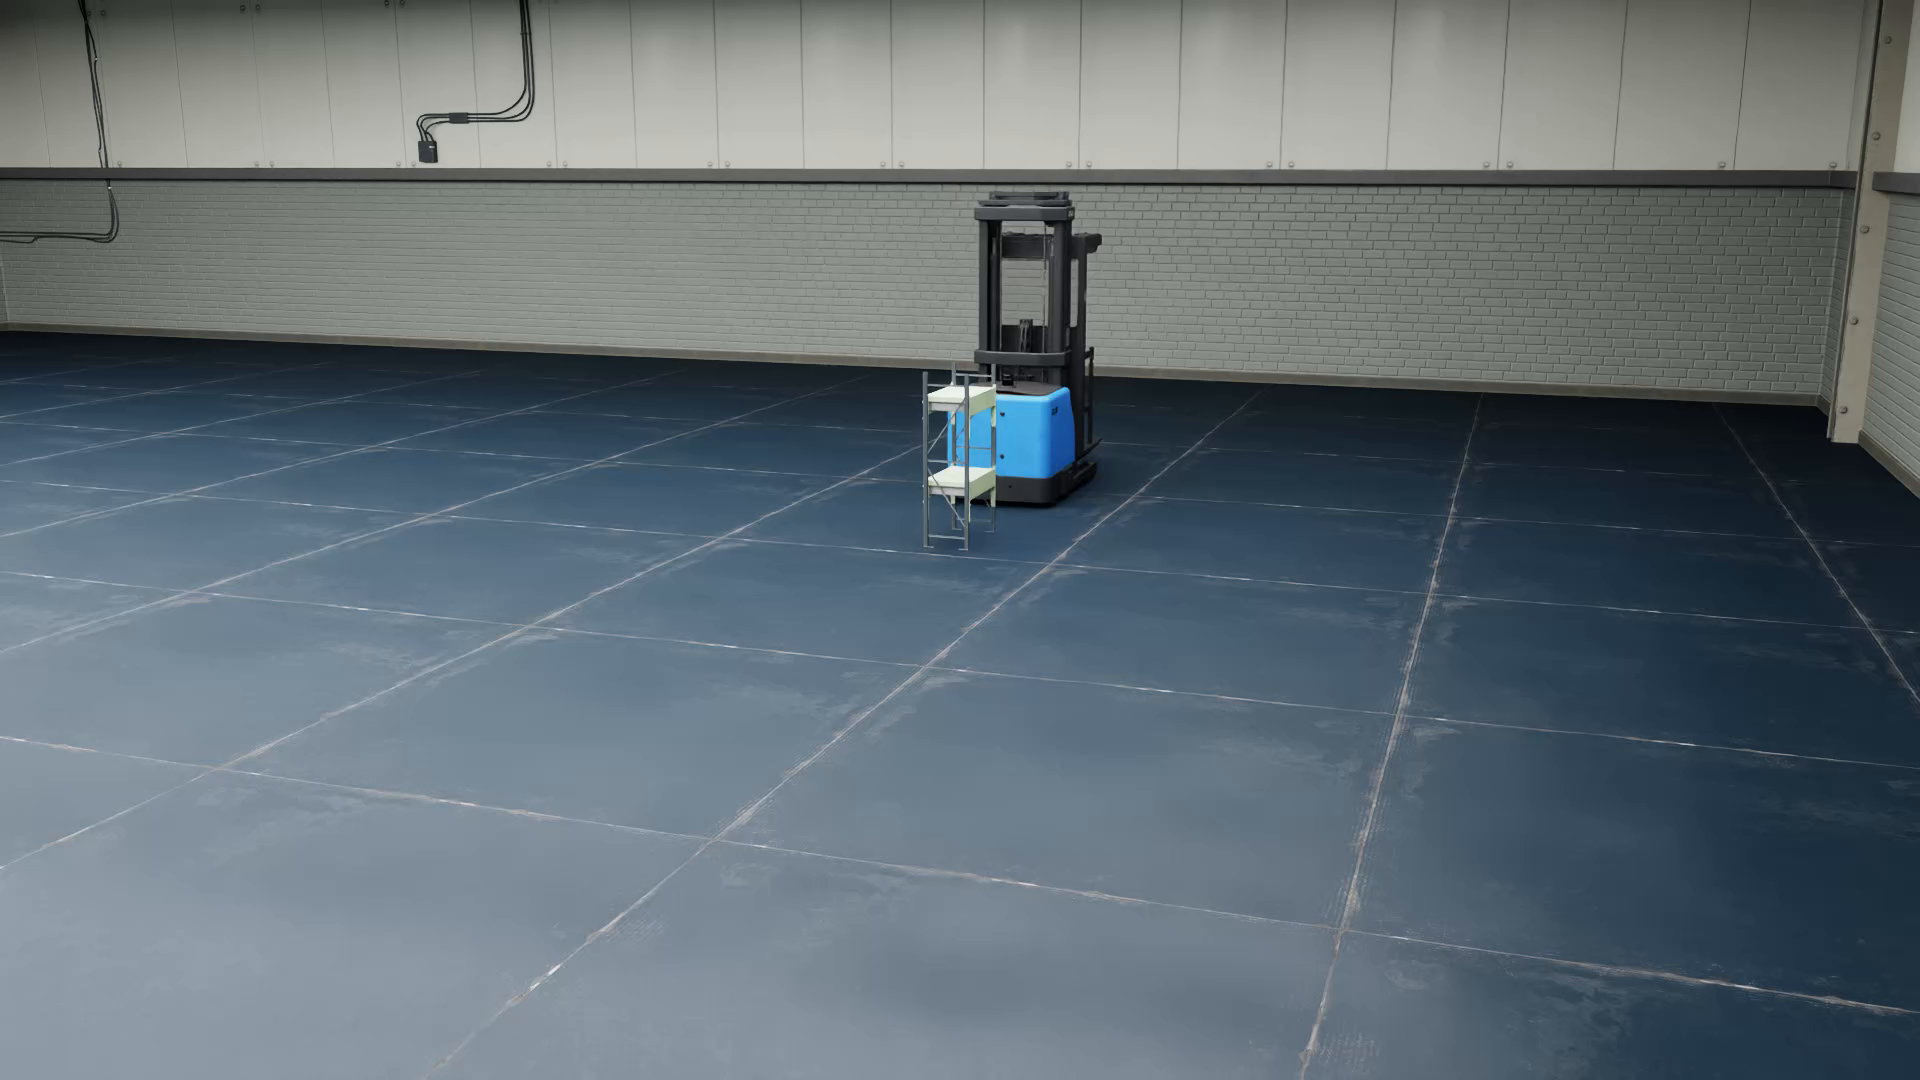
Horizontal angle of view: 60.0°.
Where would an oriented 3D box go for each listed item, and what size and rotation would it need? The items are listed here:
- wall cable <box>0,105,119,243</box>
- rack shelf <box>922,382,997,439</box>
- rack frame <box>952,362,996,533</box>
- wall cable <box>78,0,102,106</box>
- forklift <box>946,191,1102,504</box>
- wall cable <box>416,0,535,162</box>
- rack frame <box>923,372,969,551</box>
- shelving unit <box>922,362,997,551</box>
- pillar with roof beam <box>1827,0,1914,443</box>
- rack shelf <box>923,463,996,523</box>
[{"bbox_3d":[-17.150,-6.848,31.248,3.097,2.526,0.112,4,14,18],"label":"wall cable"},{"bbox_3d":[0.002,-1.113,14.240,0.431,0.370,0.720,4,14,18],"label":"rack shelf"},{"bbox_3d":[0.121,-0.810,14.665,0.400,1.500,0.023,4,14,18],"label":"rack frame"},{"bbox_3d":[-14.590,-9.116,29.832,3.097,2.526,0.112,4,14,18],"label":"wall cable"},{"bbox_3d":[0.796,-2.055,16.903,1.130,2.935,3.031,4,13,17],"label":"forklift"},{"bbox_3d":[-8.172,-9.333,27.515,2.305,6.003,0.169,4,14,18],"label":"wall cable"},{"bbox_3d":[-0.116,-0.656,13.990,0.400,1.500,0.023,4,14,18],"label":"rack frame"},{"bbox_3d":[0.002,-0.733,14.327,0.431,1.500,0.755,4,14,18],"label":"shelving unit"},{"bbox_3d":[6.378,-5.879,20.023,9.100,9.000,0.400,4,14,18],"label":"pillar with roof beam"},{"bbox_3d":[0.002,-0.415,14.400,0.431,0.370,0.720,4,14,18],"label":"rack shelf"}]
